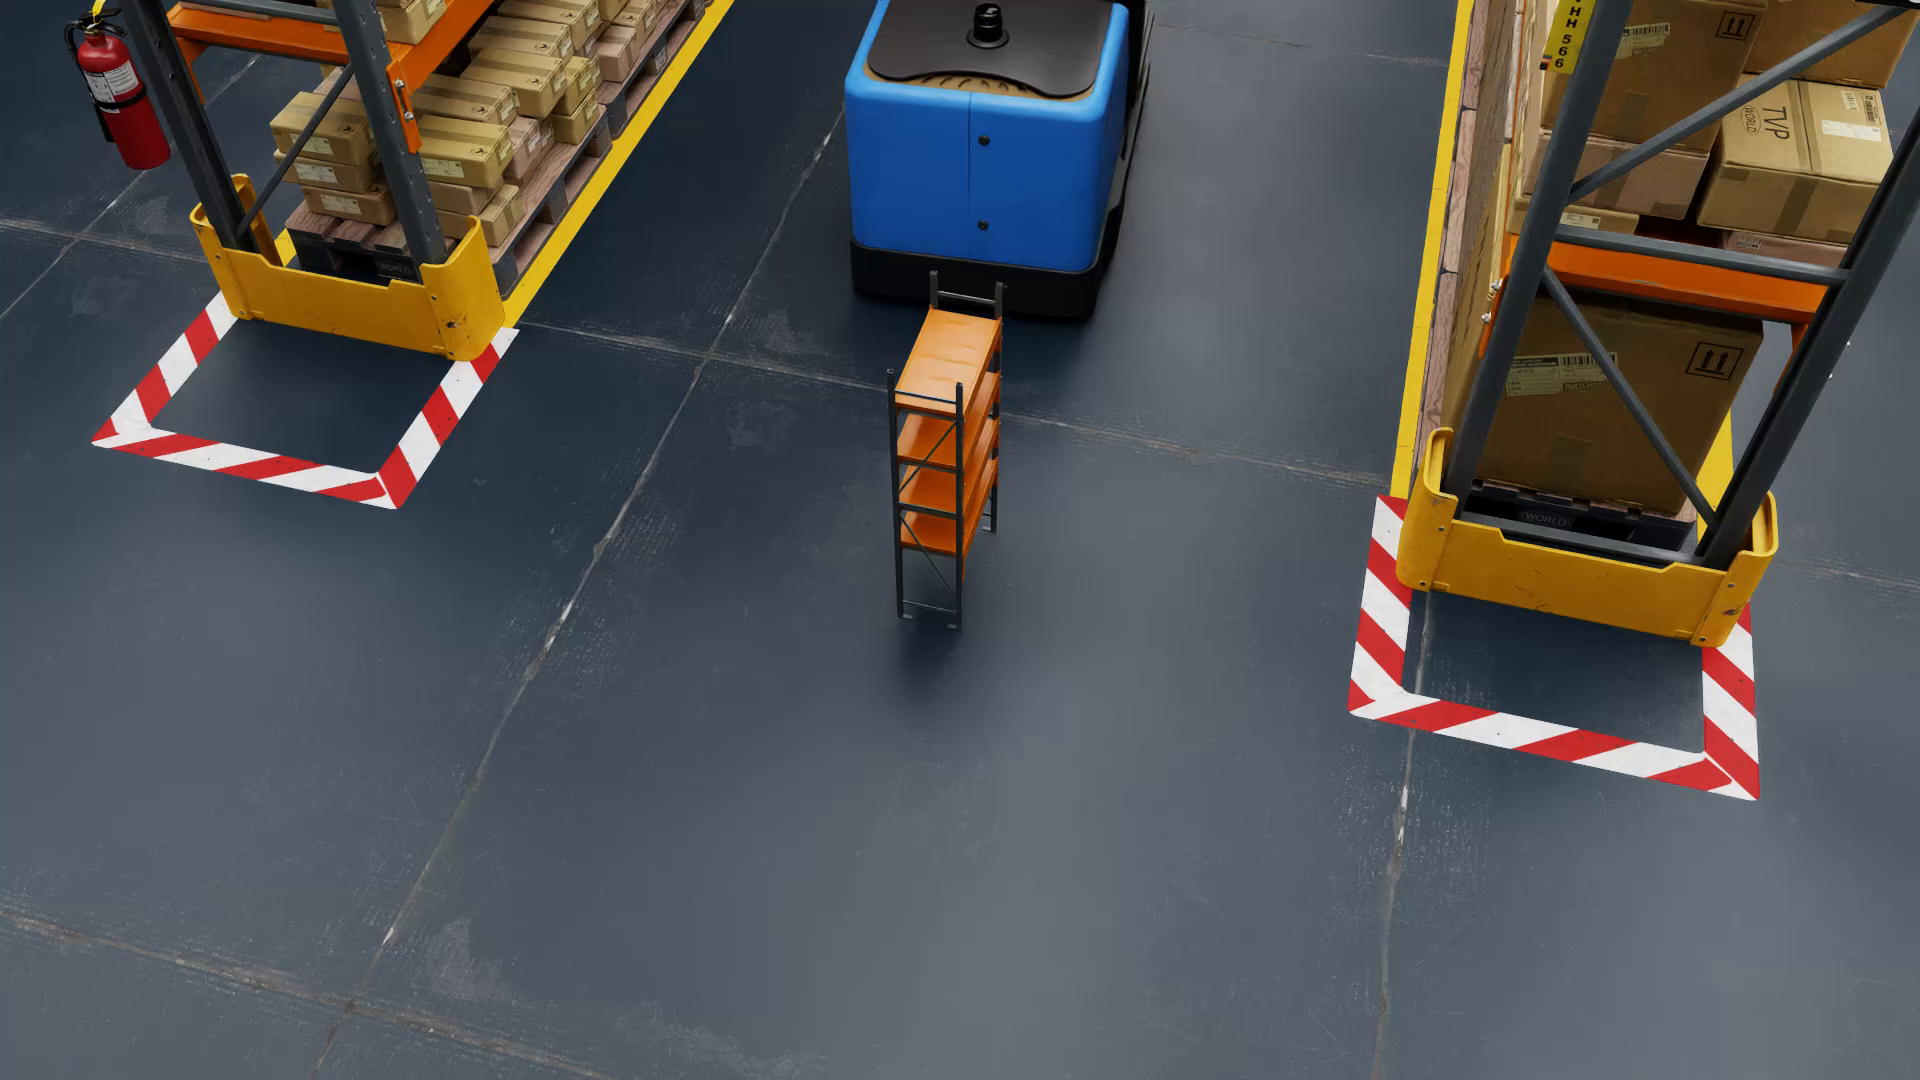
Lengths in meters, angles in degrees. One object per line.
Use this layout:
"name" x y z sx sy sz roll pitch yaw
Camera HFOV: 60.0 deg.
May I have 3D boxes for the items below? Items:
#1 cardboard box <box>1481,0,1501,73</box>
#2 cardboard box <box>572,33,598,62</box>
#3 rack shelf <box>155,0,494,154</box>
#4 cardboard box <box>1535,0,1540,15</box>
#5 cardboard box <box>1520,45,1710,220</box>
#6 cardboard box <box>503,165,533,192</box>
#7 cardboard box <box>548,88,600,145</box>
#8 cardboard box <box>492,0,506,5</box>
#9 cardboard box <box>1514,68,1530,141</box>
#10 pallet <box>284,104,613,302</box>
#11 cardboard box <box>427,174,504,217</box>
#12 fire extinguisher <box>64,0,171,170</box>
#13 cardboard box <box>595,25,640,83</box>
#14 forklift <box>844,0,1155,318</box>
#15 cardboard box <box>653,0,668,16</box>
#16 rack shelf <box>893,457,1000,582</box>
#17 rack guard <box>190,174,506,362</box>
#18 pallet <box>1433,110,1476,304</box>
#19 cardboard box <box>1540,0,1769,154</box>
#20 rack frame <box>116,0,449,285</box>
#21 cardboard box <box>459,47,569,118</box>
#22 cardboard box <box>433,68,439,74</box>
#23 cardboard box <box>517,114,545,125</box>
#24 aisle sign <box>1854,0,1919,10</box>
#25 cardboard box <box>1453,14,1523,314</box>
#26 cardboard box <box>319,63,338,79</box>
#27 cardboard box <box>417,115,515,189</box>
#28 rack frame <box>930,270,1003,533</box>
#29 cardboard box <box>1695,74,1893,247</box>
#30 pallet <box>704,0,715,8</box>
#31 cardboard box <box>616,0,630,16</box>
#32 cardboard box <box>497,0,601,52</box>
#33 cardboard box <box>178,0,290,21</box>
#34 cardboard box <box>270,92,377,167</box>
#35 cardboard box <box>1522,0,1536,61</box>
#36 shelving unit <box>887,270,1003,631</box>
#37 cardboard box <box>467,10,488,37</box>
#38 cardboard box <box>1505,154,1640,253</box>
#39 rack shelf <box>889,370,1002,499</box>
"cardboard box" 3.011 -2.721 7.788 0.875 0.875 0.875 12 50 10
"cardboard box" -1.908 -2.284 7.688 0.380 0.149 0.250 9 49 8
"rack shelf" -2.023 -3.114 7.478 1.077 0.370 4.000 12 50 10
"cardboard box" 2.348 -2.040 5.952 0.500 0.250 0.500 10 49 9
"cardboard box" 2.080 -1.305 5.303 0.500 0.250 0.500 11 49 9
"cardboard box" -2.113 -1.622 7.303 0.380 0.149 0.250 11 50 10
"cardboard box" -1.881 -1.967 7.606 0.380 0.149 0.250 12 50 10
"cardboard box" -2.265 -2.662 7.824 0.380 0.149 0.250 10 49 9
"cardboard box" 2.119 -1.464 5.709 0.380 0.149 0.250 12 50 10
"pallet" -2.282 -1.618 7.537 1.003 0.211 1.213 12 50 10
"cardboard box" -2.164 -1.528 7.021 0.380 0.149 0.250 13 50 12
"fire extinguisher" -3.061 -1.665 6.019 0.296 0.674 0.183 12 50 10
"cardboard box" -1.757 -2.333 7.930 0.380 0.149 0.250 9 49 8
"forklift" 0.319 -3.027 6.967 1.130 2.935 3.031 8 49 7
"cardboard box" -1.677 -2.719 8.271 0.380 0.149 0.250 12 50 11
"rack shelf" -0.044 -0.101 5.894 0.258 0.148 0.480 12 50 10
"rack guard" -2.530 -1.133 6.917 1.175 0.500 0.348 12 50 10
"pallet" 2.667 -1.404 7.349 1.003 0.211 1.213 12 50 10
"cardboard box" 2.083 -1.555 5.023 0.500 0.500 0.500 12 50 10
"rack frame" -2.550 -1.905 5.931 1.000 3.000 0.127 12 50 10
"cardboard box" -1.938 -1.990 7.230 0.380 0.149 0.250 11 50 10
"cardboard box" -2.551 -2.014 7.450 0.380 0.149 0.250 10 49 8
"cardboard box" -2.059 -1.909 7.357 0.380 0.149 0.250 12 50 11
"aisle sign" 2.479 -1.603 3.930 0.394 0.787 0.004 12 50 10
"cardboard box" 2.539 -1.426 6.645 0.875 0.875 0.875 12 50 10
"cardboard box" -2.588 -2.114 7.339 0.380 0.149 0.250 11 49 9
"cardboard box" -2.084 -1.610 6.895 0.380 0.149 0.250 10 49 8
"rack frame" 0.021 -0.454 5.850 0.240 1.200 0.015 12 50 10
"cardboard box" 2.595 -1.196 5.207 0.500 0.250 0.500 10 49 9
"pallet" -1.640 -3.383 9.095 1.003 0.211 1.213 12 50 10
"cardboard box" -1.796 -2.682 8.039 0.380 0.149 0.250 14 50 12
"cardboard box" -1.870 -2.384 7.578 0.380 0.149 0.250 13 50 12
"cardboard box" -2.737 -2.114 6.283 0.380 0.149 0.250 12 50 10
"cardboard box" -2.655 -1.731 7.001 0.380 0.149 0.250 12 50 10
"cardboard box" 2.252 -1.832 6.034 0.380 0.149 0.250 11 49 9
"shelving unit" -0.044 -0.277 5.694 0.258 1.200 0.503 12 50 10
"cardboard box" -2.427 -2.391 7.782 0.380 0.149 0.250 12 50 11
"cardboard box" 1.985 -1.093 5.382 0.380 0.149 0.250 12 50 11
"rack shelf" -0.044 -0.381 5.577 0.258 0.148 0.480 12 50 10
